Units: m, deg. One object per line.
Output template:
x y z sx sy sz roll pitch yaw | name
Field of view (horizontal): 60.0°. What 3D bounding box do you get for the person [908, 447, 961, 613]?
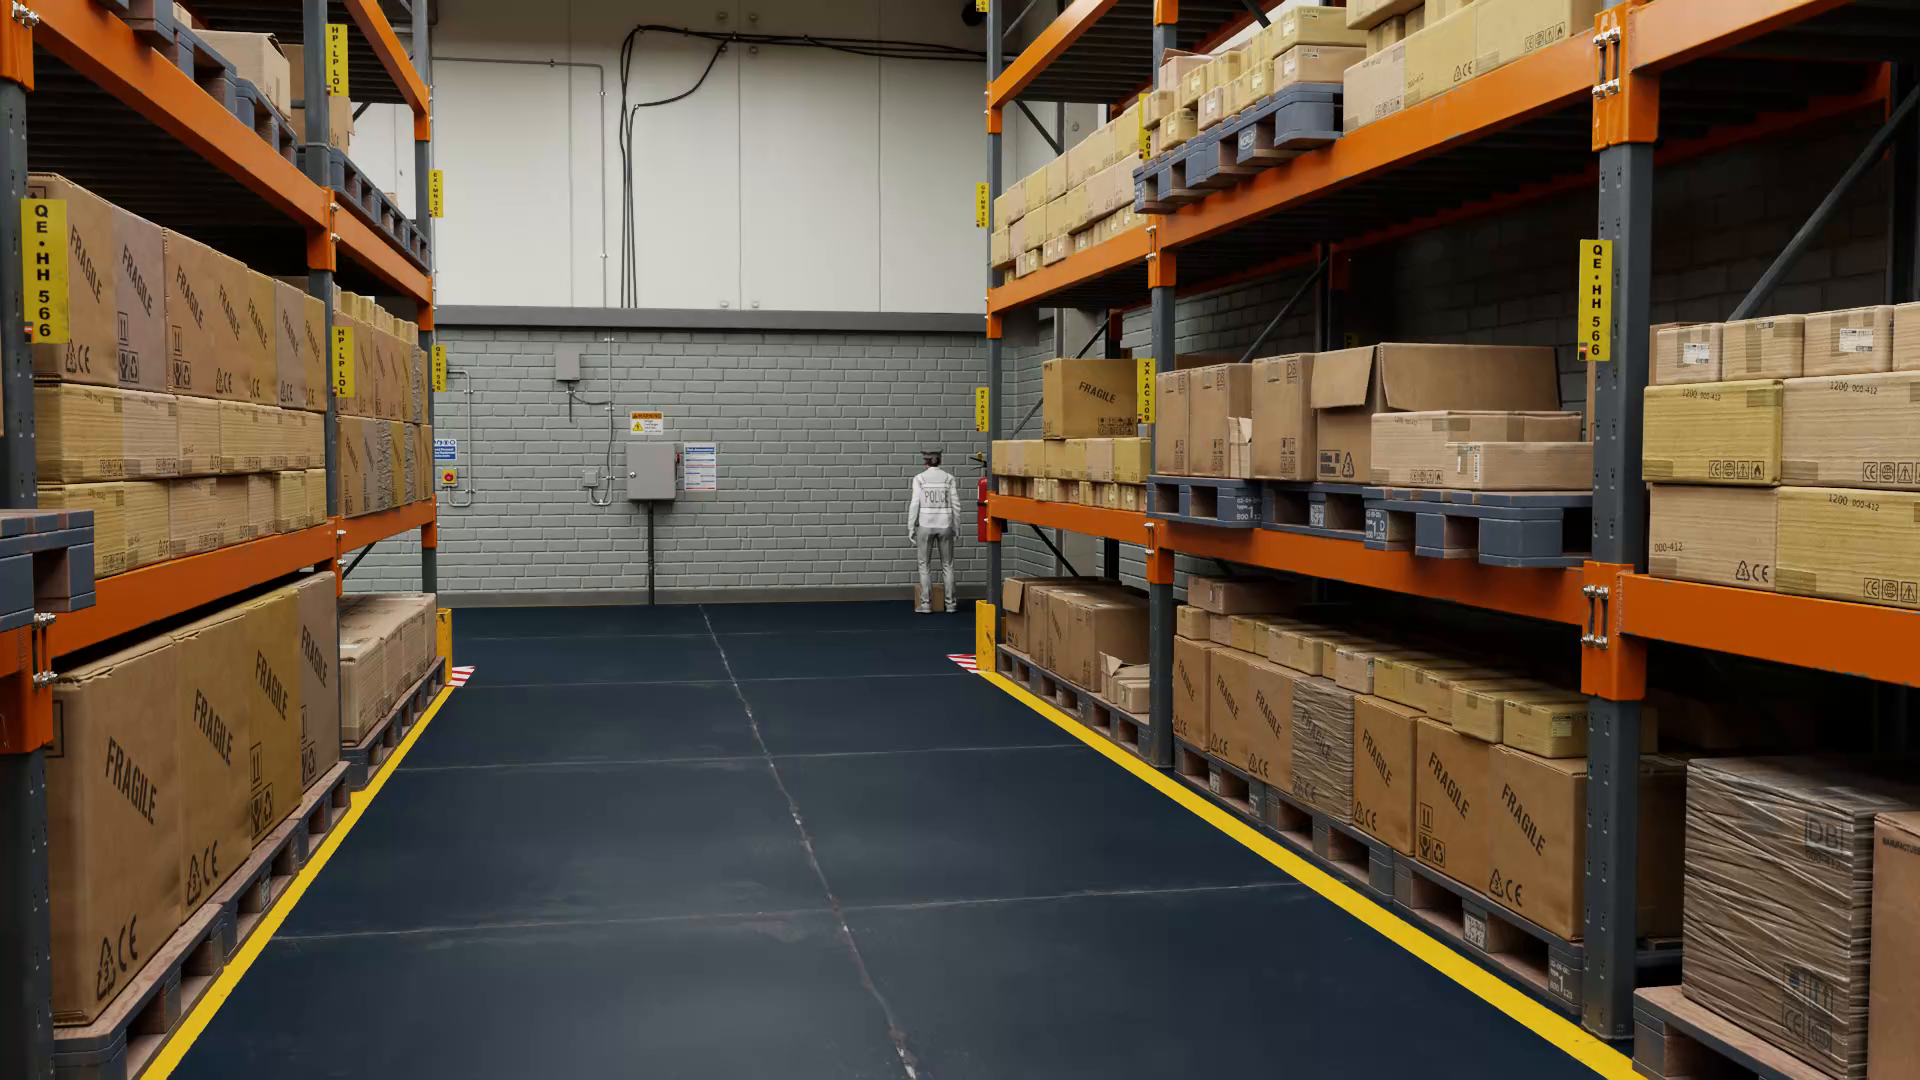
-0.253 -0.100 16.624 0.529 1.664 0.371 -1 3 -11 | person
